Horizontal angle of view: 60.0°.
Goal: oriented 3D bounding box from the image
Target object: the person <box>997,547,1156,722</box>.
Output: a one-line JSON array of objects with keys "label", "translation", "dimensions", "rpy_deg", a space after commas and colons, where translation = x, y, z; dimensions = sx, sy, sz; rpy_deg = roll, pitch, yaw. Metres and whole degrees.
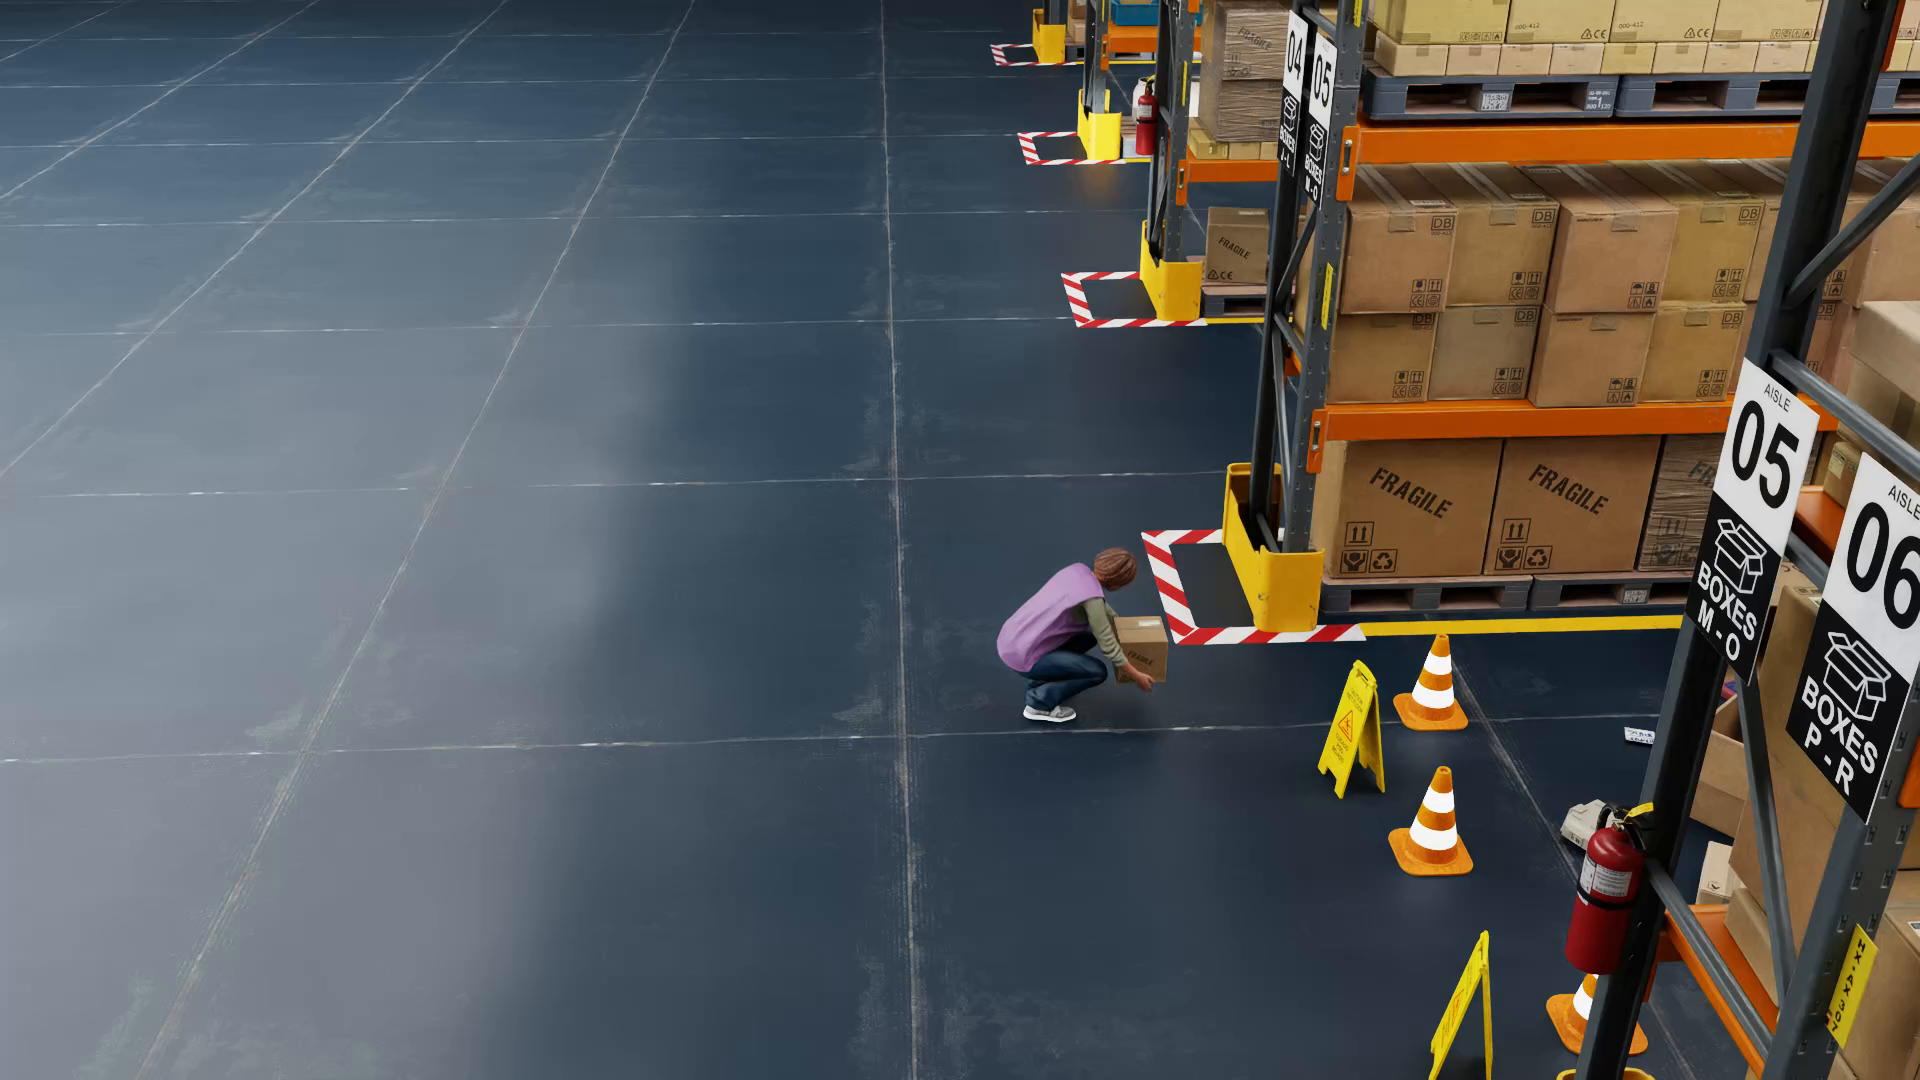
[{"label": "person", "translation": [0.594, 0.480, 8.498], "dimensions": [0.814, 0.885, 0.435], "rpy_deg": [-2, 28, -3]}]
